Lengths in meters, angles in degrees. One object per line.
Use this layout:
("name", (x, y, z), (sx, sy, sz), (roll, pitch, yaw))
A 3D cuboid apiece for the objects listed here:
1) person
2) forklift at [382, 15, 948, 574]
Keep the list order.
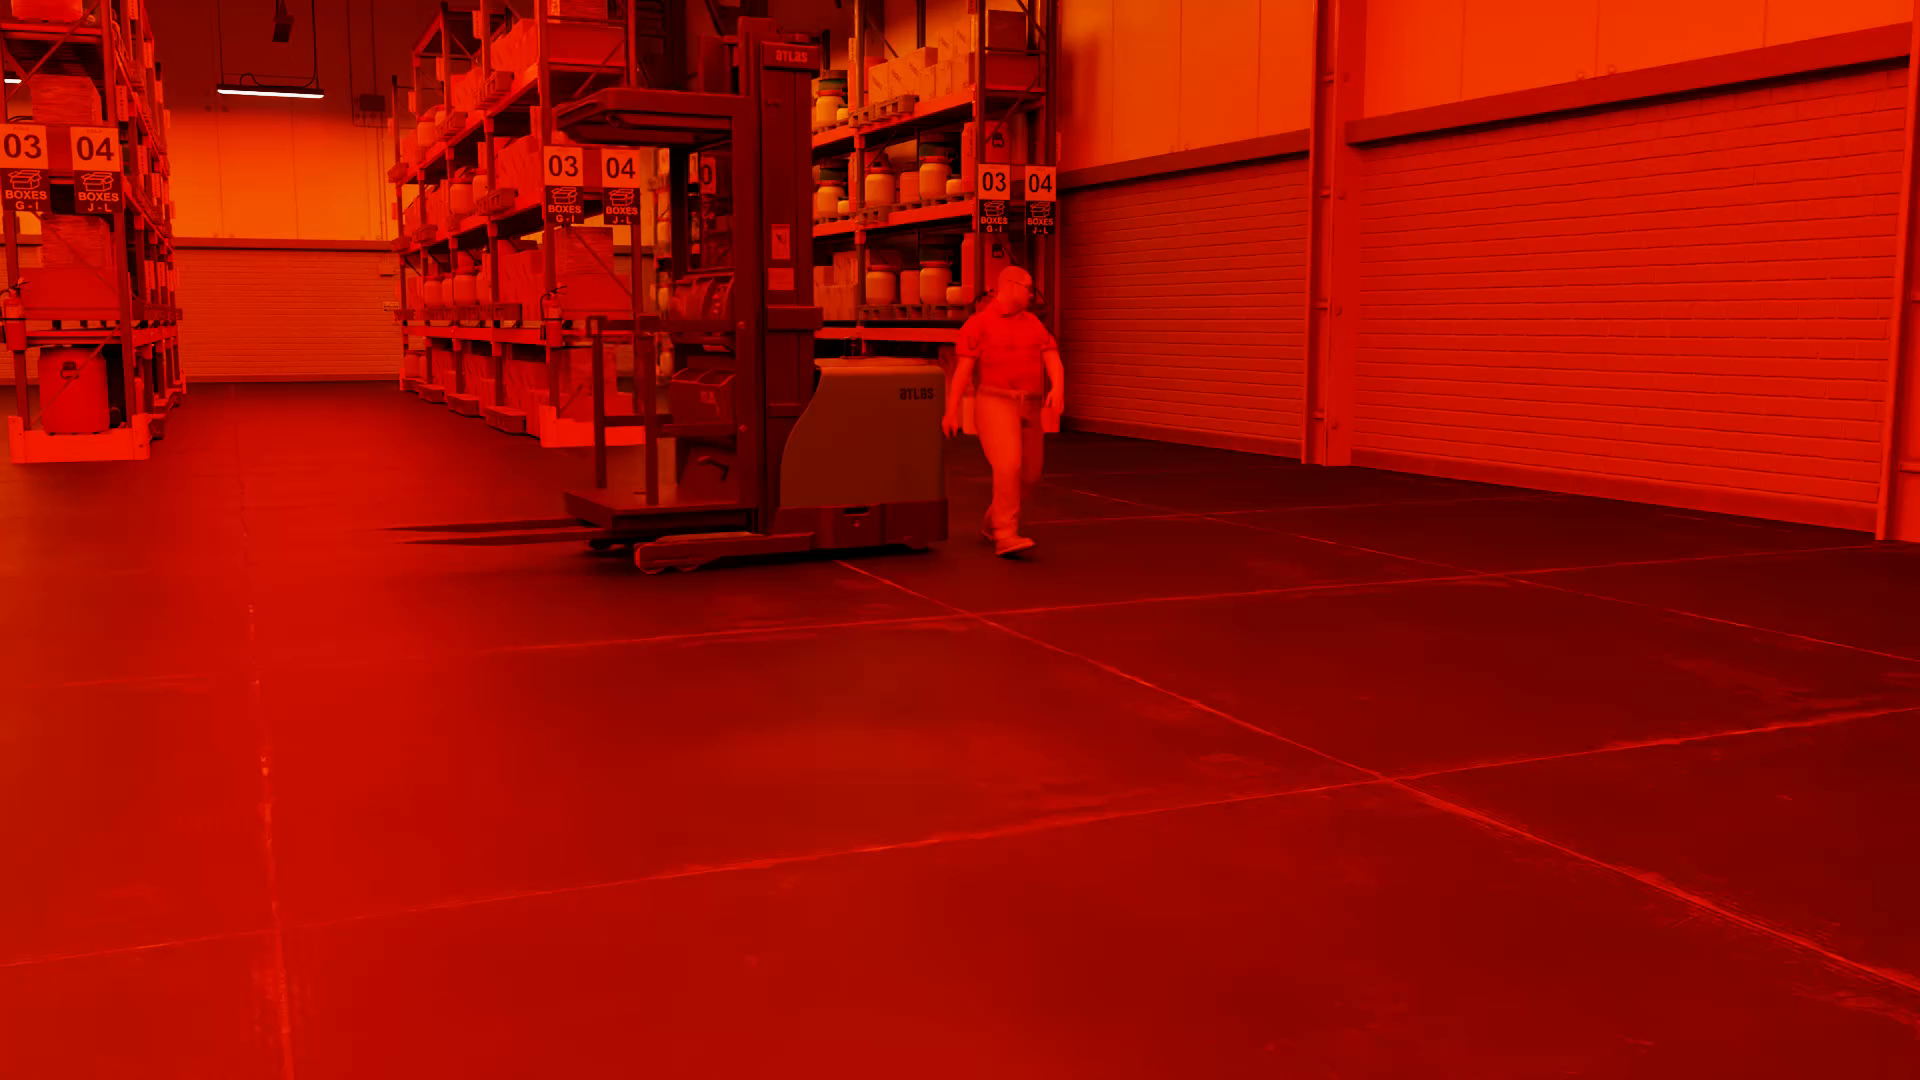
("person", (0.259, -0.742, 9.542), (0.699, 1.644, 0.853), (-6, 10, -39))
("forklift", (-1.617, -1.351, 9.188), (3.031, 2.935, 1.130), (-4, 8, -27))
